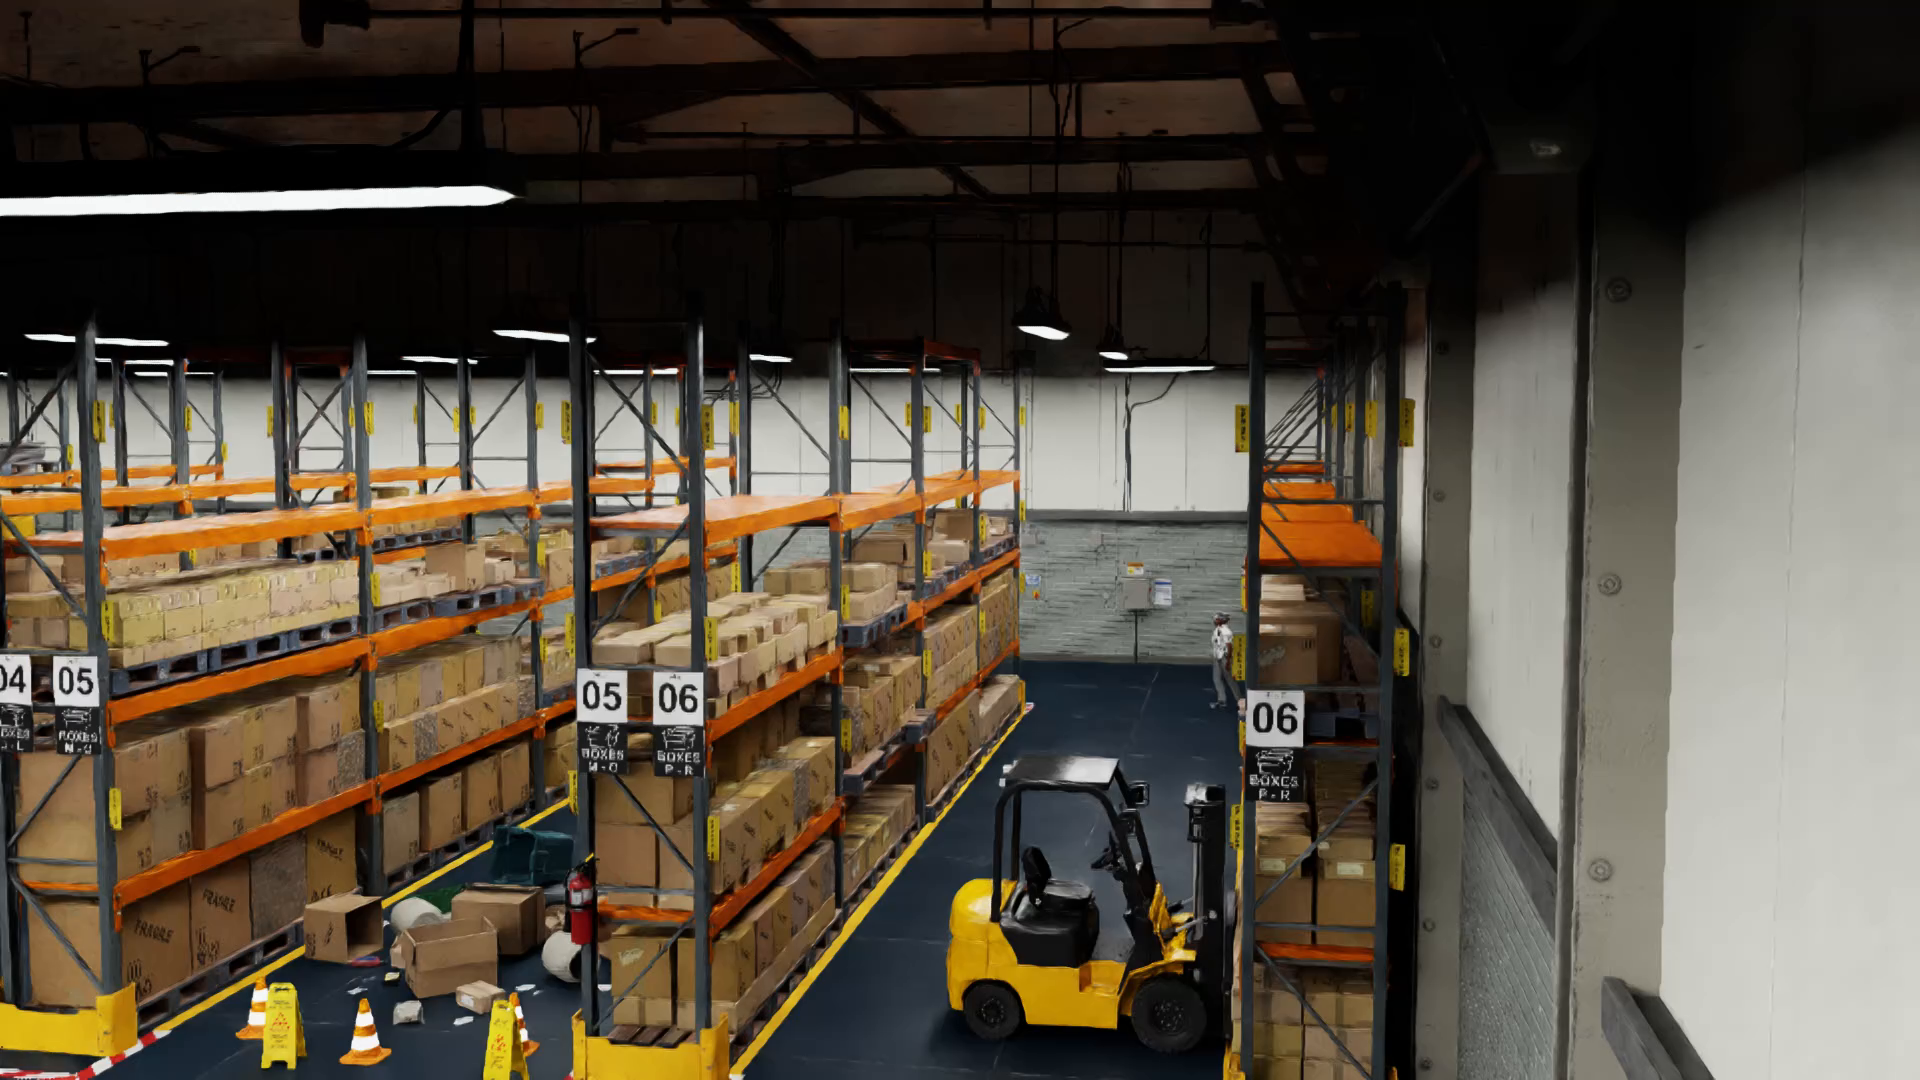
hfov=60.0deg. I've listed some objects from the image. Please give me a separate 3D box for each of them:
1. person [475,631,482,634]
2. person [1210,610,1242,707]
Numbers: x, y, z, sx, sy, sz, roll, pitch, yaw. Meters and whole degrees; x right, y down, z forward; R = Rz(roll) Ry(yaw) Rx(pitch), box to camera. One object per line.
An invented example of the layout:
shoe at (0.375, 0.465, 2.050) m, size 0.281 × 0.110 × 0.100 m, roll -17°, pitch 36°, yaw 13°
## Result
person at (-7.422, 2.235, 25.810) m, size 0.577 × 1.691 × 0.939 m, roll 1°, pitch 5°, yaw 12°
person at (4.602, 2.045, 28.599) m, size 0.534 × 1.666 × 0.571 m, roll -1°, pitch 5°, yaw -18°
